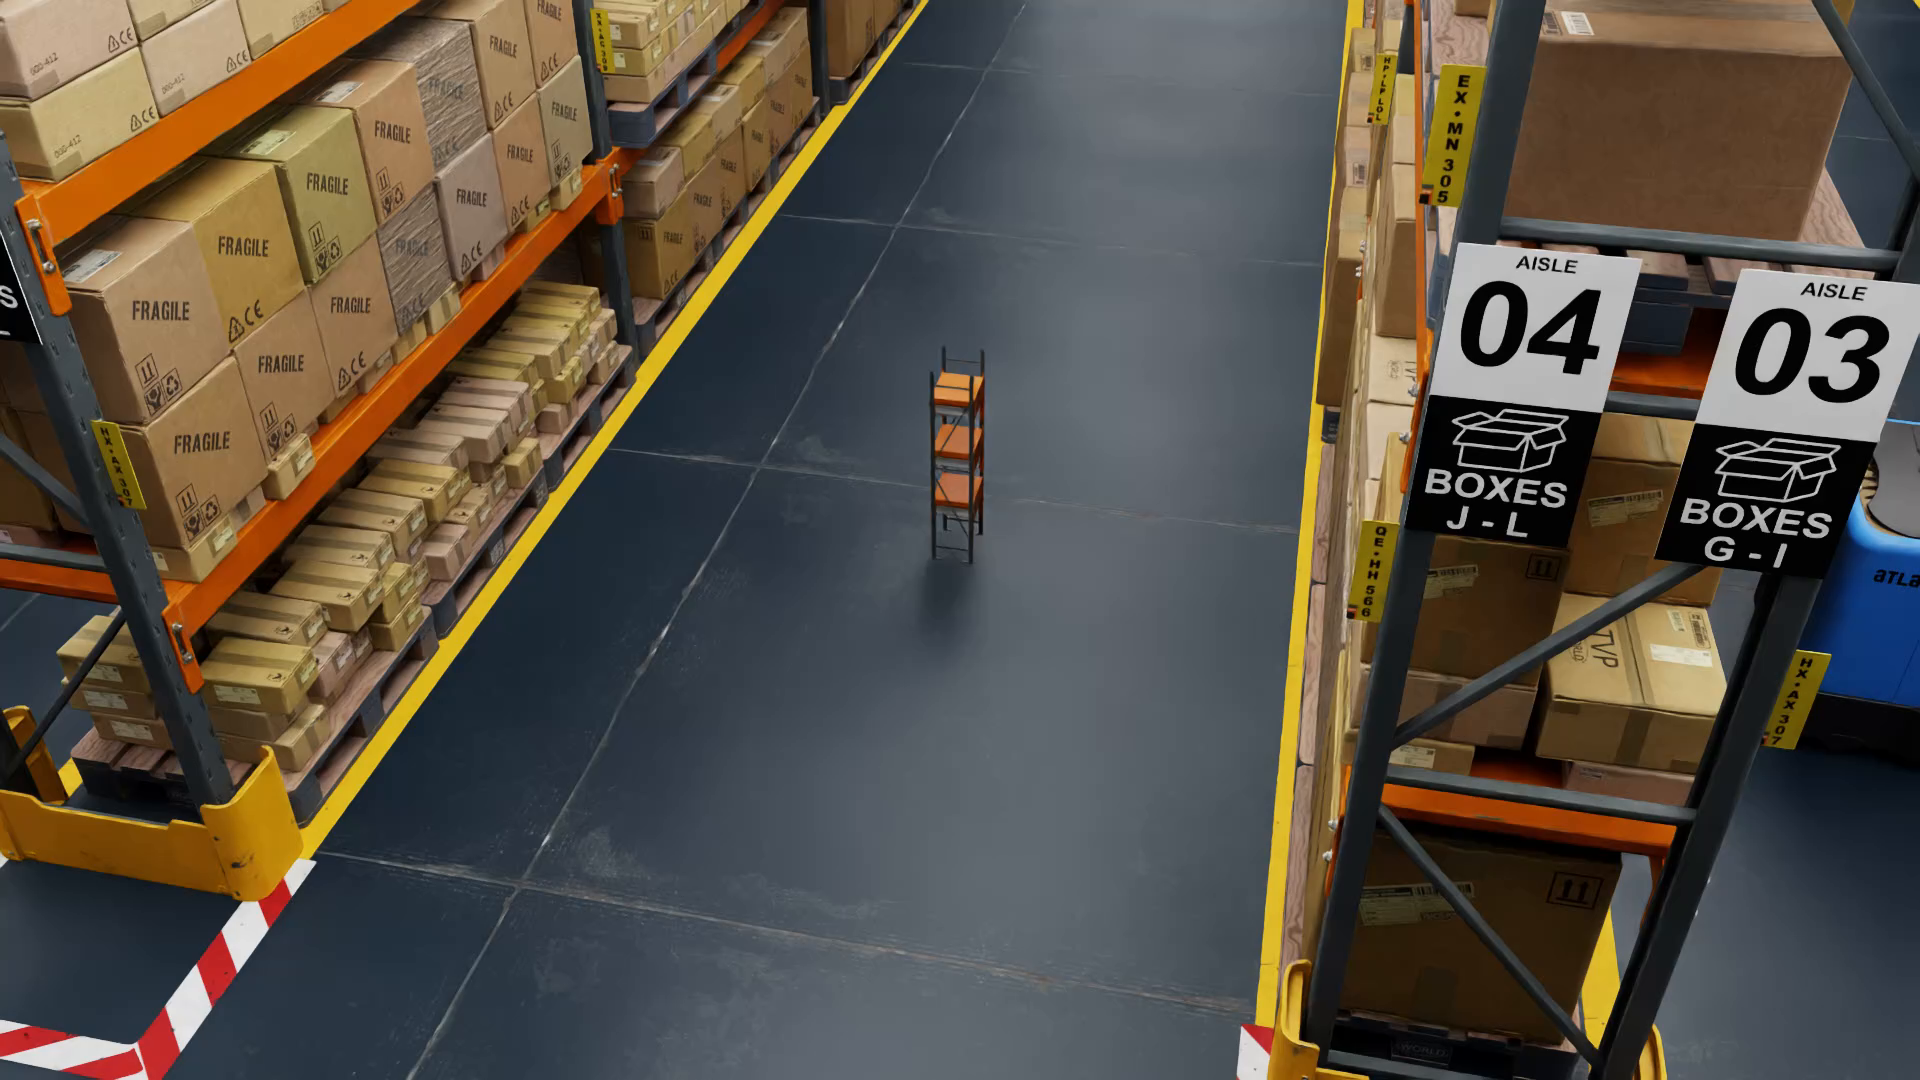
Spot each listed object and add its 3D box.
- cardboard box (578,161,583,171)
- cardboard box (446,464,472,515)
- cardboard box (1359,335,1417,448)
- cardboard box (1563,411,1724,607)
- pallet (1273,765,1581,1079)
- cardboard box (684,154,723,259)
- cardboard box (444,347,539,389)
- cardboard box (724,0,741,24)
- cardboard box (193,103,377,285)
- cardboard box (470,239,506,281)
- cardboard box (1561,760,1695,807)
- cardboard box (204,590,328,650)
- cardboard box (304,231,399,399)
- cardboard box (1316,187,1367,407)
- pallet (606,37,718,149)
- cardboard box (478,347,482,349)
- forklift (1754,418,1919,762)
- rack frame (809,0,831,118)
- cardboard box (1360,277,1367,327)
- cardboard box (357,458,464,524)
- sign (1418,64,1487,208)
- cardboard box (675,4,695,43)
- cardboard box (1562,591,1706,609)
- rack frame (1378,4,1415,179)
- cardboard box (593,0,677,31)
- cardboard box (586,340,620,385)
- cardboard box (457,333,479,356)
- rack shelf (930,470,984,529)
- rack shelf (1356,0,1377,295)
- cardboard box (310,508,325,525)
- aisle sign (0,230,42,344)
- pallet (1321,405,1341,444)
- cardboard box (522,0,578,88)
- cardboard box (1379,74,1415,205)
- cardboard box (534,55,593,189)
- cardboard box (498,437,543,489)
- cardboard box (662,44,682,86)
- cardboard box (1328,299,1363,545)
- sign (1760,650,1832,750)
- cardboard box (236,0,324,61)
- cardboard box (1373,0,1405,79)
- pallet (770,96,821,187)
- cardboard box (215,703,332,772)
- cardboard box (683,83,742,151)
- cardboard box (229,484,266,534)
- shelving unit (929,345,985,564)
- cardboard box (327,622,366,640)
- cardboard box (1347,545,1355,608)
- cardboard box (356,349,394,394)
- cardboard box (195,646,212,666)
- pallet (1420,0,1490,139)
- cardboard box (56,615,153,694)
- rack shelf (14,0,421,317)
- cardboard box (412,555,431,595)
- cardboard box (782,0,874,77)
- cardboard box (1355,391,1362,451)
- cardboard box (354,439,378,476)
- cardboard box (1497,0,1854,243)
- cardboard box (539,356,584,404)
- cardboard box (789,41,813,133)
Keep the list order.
[{"bbox_3d":[-2.183,-1.952,8.602,0.380,0.149,0.250,7,37,9],"label":"cardboard box"},{"bbox_3d":[-2.554,-0.271,7.886,0.380,0.149,0.250,9,37,12],"label":"cardboard box"},{"bbox_3d":[1.787,-0.527,6.295,0.500,0.250,0.500,7,37,10],"label":"cardboard box"},{"bbox_3d":[2.092,-0.166,5.158,0.500,0.500,0.500,6,36,9],"label":"cardboard box"},{"bbox_3d":[1.713,1.387,6.157,1.003,0.211,1.213,7,37,10],"label":"pallet"},{"bbox_3d":[-1.823,-2.099,10.362,0.500,0.500,0.500,9,37,12],"label":"cardboard box"},{"bbox_3d":[-2.366,-0.833,8.408,0.380,0.149,0.250,8,37,11],"label":"cardboard box"},{"bbox_3d":[-1.544,-3.233,10.011,0.380,0.149,0.250,7,36,9],"label":"cardboard box"},{"bbox_3d":[-2.616,-1.329,6.337,0.500,0.500,0.500,7,36,9],"label":"cardboard box"},{"bbox_3d":[-2.355,-1.341,7.758,0.380,0.149,0.250,6,36,8],"label":"cardboard box"},{"bbox_3d":[2.017,0.665,4.990,0.380,0.149,0.250,8,37,10],"label":"cardboard box"},{"bbox_3d":[-2.820,0.359,6.764,0.380,0.149,0.250,8,37,11],"label":"cardboard box"},{"bbox_3d":[-2.633,-0.927,6.634,0.500,0.500,0.500,8,37,11],"label":"cardboard box"},{"bbox_3d":[2.590,-1.247,8.867,1.225,0.875,0.875,7,37,10],"label":"cardboard box"},{"bbox_3d":[-2.046,-2.589,9.430,1.003,0.211,1.213,7,37,10],"label":"pallet"},{"bbox_3d":[-2.724,-0.915,8.774,0.380,0.149,0.250,7,37,10],"label":"cardboard box"},{"bbox_3d":[5.048,-0.381,6.278,3.031,2.935,1.130,9,37,12],"label":"forklift"},{"bbox_3d":[-1.497,-4.540,11.958,1.000,3.000,0.127,7,37,10],"label":"rack frame"},{"bbox_3d":[1.973,-1.036,7.338,0.380,0.149,0.250,8,37,11],"label":"cardboard box"},{"bbox_3d":[-2.500,-0.225,7.569,0.380,0.149,0.250,8,37,11],"label":"cardboard box"},{"bbox_3d":[1.091,-0.891,3.681,0.100,0.325,0.005,7,37,10],"label":"sign"},{"bbox_3d":[-1.709,-2.901,9.299,0.380,0.149,0.250,8,37,11],"label":"cardboard box"},{"bbox_3d":[2.089,0.126,5.395,0.500,0.250,0.500,7,37,9],"label":"cardboard box"},{"bbox_3d":[2.473,-1.567,7.857,1.000,3.000,0.127,7,37,10],"label":"rack frame"},{"bbox_3d":[-1.764,-2.885,9.024,0.380,0.149,0.250,8,37,11],"label":"cardboard box"},{"bbox_3d":[-2.102,-0.995,9.139,0.380,0.149,0.250,8,37,11],"label":"cardboard box"},{"bbox_3d":[-2.750,-1.031,8.680,0.380,0.149,0.250,7,36,9],"label":"cardboard box"},{"bbox_3d":[-0.011,-0.161,8.069,0.215,0.259,0.240,7,37,10],"label":"rack shelf"},{"bbox_3d":[2.900,-2.423,9.650,1.077,0.370,4.000,7,37,10],"label":"rack shelf"},{"bbox_3d":[-3.091,-0.170,7.746,0.380,0.149,0.250,9,37,12],"label":"cardboard box"},{"bbox_3d":[-2.928,-0.927,4.758,0.394,0.787,0.004,7,37,10],"label":"aisle sign"},{"bbox_3d":[2.564,-0.890,9.298,1.003,0.211,1.213,7,37,10],"label":"pallet"},{"bbox_3d":[-2.187,-2.510,7.966,0.500,0.500,0.500,6,36,8],"label":"cardboard box"},{"bbox_3d":[2.121,-1.688,7.259,0.500,0.500,0.500,7,37,10],"label":"cardboard box"},{"bbox_3d":[-2.178,-2.095,8.246,0.500,0.500,0.500,7,37,10],"label":"cardboard box"},{"bbox_3d":[-2.323,-0.402,8.320,0.380,0.149,0.250,7,37,10],"label":"cardboard box"},{"bbox_3d":[-1.764,-2.643,9.197,0.380,0.149,0.250,8,37,11],"label":"cardboard box"},{"bbox_3d":[2.254,-0.509,7.849,0.875,0.875,0.875,7,37,10],"label":"cardboard box"},{"bbox_3d":[2.159,0.416,4.315,0.100,0.325,0.005,7,37,10],"label":"sign"},{"bbox_3d":[-2.646,-1.931,5.931,0.500,0.250,0.500,6,36,8],"label":"cardboard box"},{"bbox_3d":[2.635,-2.780,9.445,0.500,0.500,0.500,7,37,10],"label":"cardboard box"},{"bbox_3d":[-1.665,-2.963,12.159,1.003,0.211,1.213,7,37,10],"label":"pallet"},{"bbox_3d":[-2.781,0.770,6.703,0.380,0.149,0.250,8,37,11],"label":"cardboard box"},{"bbox_3d":[-1.710,-2.697,10.548,0.500,0.250,0.500,9,37,12],"label":"cardboard box"},{"bbox_3d":[-2.802,-0.148,6.112,0.380,0.149,0.250,9,37,12],"label":"cardboard box"},{"bbox_3d":[-0.011,-0.394,7.900,0.215,1.050,0.252,7,37,10],"label":"shelving unit"},{"bbox_3d":[-2.763,0.340,7.042,0.380,0.149,0.250,8,37,11],"label":"cardboard box"},{"bbox_3d":[1.536,0.145,5.707,0.380,0.149,0.250,8,37,11],"label":"cardboard box"},{"bbox_3d":[-2.609,-0.752,6.945,0.380,0.149,0.250,7,36,9],"label":"cardboard box"},{"bbox_3d":[-3.263,0.428,6.921,0.380,0.149,0.250,6,36,9],"label":"cardboard box"},{"bbox_3d":[2.025,-1.581,5.395,1.003,0.211,1.213,7,37,10],"label":"pallet"},{"bbox_3d":[-3.340,0.454,6.632,0.380,0.149,0.250,8,37,11],"label":"cardboard box"},{"bbox_3d":[-2.778,-2.024,6.543,1.077,0.370,4.000,7,37,10],"label":"rack shelf"},{"bbox_3d":[-2.635,0.176,7.523,0.380,0.149,0.250,7,37,10],"label":"cardboard box"},{"bbox_3d":[-1.279,-4.137,12.962,1.050,0.750,0.750,7,36,9],"label":"cardboard box"},{"bbox_3d":[1.753,-0.444,6.521,0.380,0.149,0.250,6,36,9],"label":"cardboard box"},{"bbox_3d":[-2.986,-0.439,7.865,0.380,0.149,0.250,7,37,10],"label":"cardboard box"},{"bbox_3d":[1.677,-1.045,4.051,0.700,0.500,0.500,5,36,7],"label":"cardboard box"},{"bbox_3d":[-2.193,-0.850,8.685,0.380,0.149,0.250,6,36,8],"label":"cardboard box"},{"bbox_3d":[-1.382,-3.288,12.003,0.500,0.500,0.500,7,37,10],"label":"cardboard box"}]
